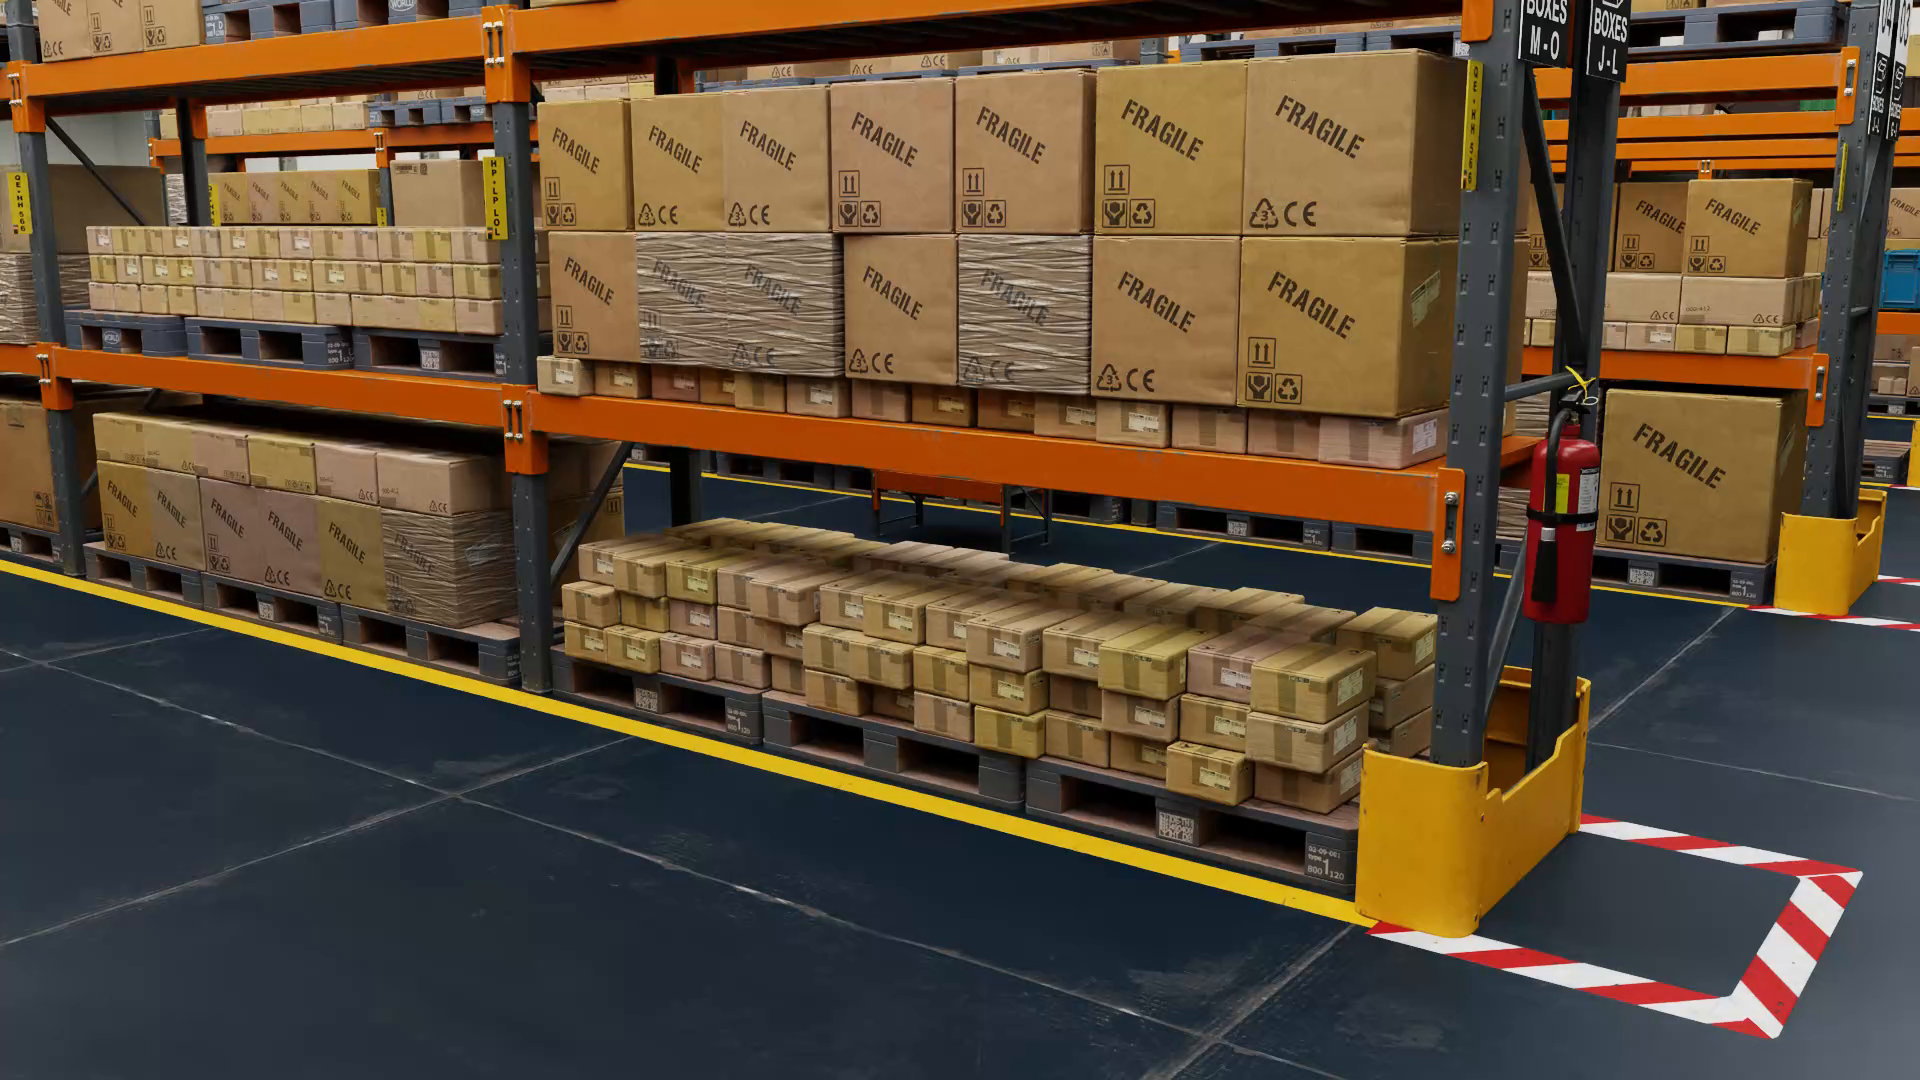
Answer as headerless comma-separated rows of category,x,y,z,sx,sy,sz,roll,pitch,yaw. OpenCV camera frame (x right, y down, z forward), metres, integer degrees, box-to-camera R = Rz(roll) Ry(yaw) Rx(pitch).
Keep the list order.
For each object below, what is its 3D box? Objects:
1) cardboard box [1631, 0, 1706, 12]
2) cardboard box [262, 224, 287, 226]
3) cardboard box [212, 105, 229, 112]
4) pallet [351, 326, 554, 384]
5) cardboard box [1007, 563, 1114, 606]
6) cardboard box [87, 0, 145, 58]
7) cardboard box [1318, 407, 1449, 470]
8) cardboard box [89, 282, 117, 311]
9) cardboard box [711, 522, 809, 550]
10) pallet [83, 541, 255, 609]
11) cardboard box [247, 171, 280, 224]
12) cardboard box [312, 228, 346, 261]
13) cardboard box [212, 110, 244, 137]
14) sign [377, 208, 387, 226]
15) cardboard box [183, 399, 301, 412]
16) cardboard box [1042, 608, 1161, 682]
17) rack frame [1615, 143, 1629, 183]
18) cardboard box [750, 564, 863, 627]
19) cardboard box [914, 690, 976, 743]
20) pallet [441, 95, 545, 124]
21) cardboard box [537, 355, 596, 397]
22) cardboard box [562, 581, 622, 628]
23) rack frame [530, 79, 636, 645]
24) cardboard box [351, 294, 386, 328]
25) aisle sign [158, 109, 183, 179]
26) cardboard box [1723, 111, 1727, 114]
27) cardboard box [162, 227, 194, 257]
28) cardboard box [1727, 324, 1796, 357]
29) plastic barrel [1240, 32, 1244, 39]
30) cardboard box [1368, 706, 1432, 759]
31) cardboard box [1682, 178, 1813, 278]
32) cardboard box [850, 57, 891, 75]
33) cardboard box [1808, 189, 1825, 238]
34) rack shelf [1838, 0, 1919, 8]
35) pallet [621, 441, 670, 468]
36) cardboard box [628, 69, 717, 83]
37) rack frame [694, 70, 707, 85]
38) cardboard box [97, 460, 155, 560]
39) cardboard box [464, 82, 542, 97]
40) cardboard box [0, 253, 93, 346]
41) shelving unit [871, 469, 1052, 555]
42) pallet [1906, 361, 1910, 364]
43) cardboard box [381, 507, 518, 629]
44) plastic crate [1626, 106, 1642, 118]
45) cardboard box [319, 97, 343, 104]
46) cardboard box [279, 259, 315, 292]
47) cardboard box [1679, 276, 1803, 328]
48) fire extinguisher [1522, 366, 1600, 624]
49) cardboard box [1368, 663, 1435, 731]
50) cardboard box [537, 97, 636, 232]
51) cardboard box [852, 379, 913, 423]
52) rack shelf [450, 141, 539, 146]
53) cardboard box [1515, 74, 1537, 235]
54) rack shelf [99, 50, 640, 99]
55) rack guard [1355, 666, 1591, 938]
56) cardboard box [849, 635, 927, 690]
cardboard box,3.867,-3.098,9.115,0.500,0.500,0.700,7,13,33
cardboard box,-6.522,-2.958,16.876,0.500,0.500,0.875,8,13,36
cardboard box,-7.313,-4.393,16.788,0.250,0.149,0.380,8,13,35
pallet,-2.072,-0.905,7.813,1.213,0.211,1.003,8,13,36
cardboard box,0.389,0.205,6.408,0.250,0.149,0.380,8,14,36
cardboard box,-4.056,-2.702,8.438,0.500,0.500,0.500,8,13,36
cardboard box,1.252,-0.311,4.901,0.250,0.149,0.380,8,14,36
cardboard box,-4.525,-1.342,9.124,0.250,0.149,0.380,8,13,35
cardboard box,-0.871,0.034,7.292,0.250,0.149,0.380,8,14,36
pallet,-4.137,0.117,9.369,1.213,0.211,1.003,8,13,36
cardboard box,-6.705,-3.401,16.536,0.500,0.500,0.500,8,13,36
cardboard box,-2.813,-1.398,7.847,0.250,0.149,0.380,7,13,34
cardboard box,-7.145,-4.180,16.734,0.500,0.250,0.500,8,13,35
sign,-5.287,-2.879,15.235,0.005,0.325,0.100,8,13,36
cardboard box,-4.059,-0.651,9.496,0.500,0.250,0.500,8,13,34
cardboard box,0.482,0.354,5.634,0.250,0.149,0.380,7,13,33
rack frame,7.342,-3.155,18.939,0.127,3.000,1.000,8,13,36
cardboard box,-0.586,0.209,6.385,0.250,0.149,0.380,8,14,37
cardboard box,0.048,0.591,5.980,0.250,0.149,0.380,8,14,37
pallet,-2.456,-2.806,13.685,4.091,1.712,1.213,8,13,36
cardboard box,-1.507,-0.685,6.836,0.250,0.149,0.380,9,14,38
cardboard box,-1.439,0.247,6.974,0.250,0.149,0.380,9,14,38
rack frame,-1.540,-0.891,7.238,0.053,2.616,0.949,8,13,36
cardboard box,-2.590,-1.073,7.736,0.250,0.149,0.380,7,13,33
aisle sign,-8.424,-4.225,17.627,0.004,0.787,0.394,8,13,36
cardboard box,8.387,-4.592,17.552,0.500,0.250,0.500,8,13,36
cardboard box,-3.882,-1.546,8.611,0.250,0.149,0.380,7,13,33
cardboard box,4.218,-1.055,8.747,0.250,0.149,0.380,8,14,37
plastic barrel,2.941,-4.490,15.519,0.708,0.901,0.600,8,13,36
cardboard box,1.449,0.645,5.700,0.250,0.149,0.380,8,14,37
cardboard box,4.151,-1.644,8.767,0.500,0.500,0.500,8,14,36
cardboard box,-0.466,-3.675,12.362,0.500,0.500,0.500,9,14,39
cardboard box,8.802,-3.425,17.440,0.500,0.500,0.500,8,14,37
rack shelf,8.954,-5.520,17.275,4.000,0.370,1.077,8,13,36
pallet,-2.377,-0.807,14.146,1.213,0.211,1.003,8,13,36
cardboard box,-2.281,-3.871,13.164,0.500,0.500,0.500,8,14,37
rack frame,-1.748,-5.034,12.856,0.127,3.000,1.000,8,13,36
cardboard box,-4.347,-0.201,9.145,0.500,0.500,0.500,7,13,33
cardboard box,-3.892,-4.094,14.518,0.637,0.503,0.797,9,14,38
cardboard box,-5.288,-1.399,9.600,0.500,0.500,0.500,8,13,36
shelving unit,0.005,-0.552,10.419,1.048,1.125,0.538,8,13,36
pallet,12.805,-2.172,21.204,1.213,0.211,1.003,8,13,36
cardboard box,-2.287,0.086,7.664,0.500,0.500,0.500,8,13,34
plastic crate,5.658,-3.655,14.323,0.466,0.136,0.293,8,13,36
cardboard box,-5.820,-4.184,15.707,0.250,0.149,0.380,7,13,33
cardboard box,-3.044,-1.282,8.029,0.250,0.149,0.380,8,14,36
cardboard box,4.152,-1.275,8.835,0.500,0.250,0.500,8,13,35
fire extinguisher,1.612,-0.121,4.442,0.183,0.674,0.296,8,13,36
cardboard box,1.412,0.508,5.621,0.250,0.149,0.380,9,14,38
cardboard box,-1.322,-1.488,6.648,0.500,0.500,0.500,8,14,37
cardboard box,-0.173,-0.522,5.990,0.250,0.149,0.380,9,14,38
rack shelf,-3.360,-3.528,14.353,3.809,0.124,0.919,8,13,36
cardboard box,1.478,-1.218,5.249,0.500,0.500,0.500,8,13,35
rack shelf,-3.154,-2.331,8.162,3.809,0.124,0.919,8,13,36
rack guard,1.621,0.778,5.192,0.348,0.500,1.175,8,13,36
cardboard box,-0.191,0.418,6.087,0.250,0.149,0.380,8,14,36
